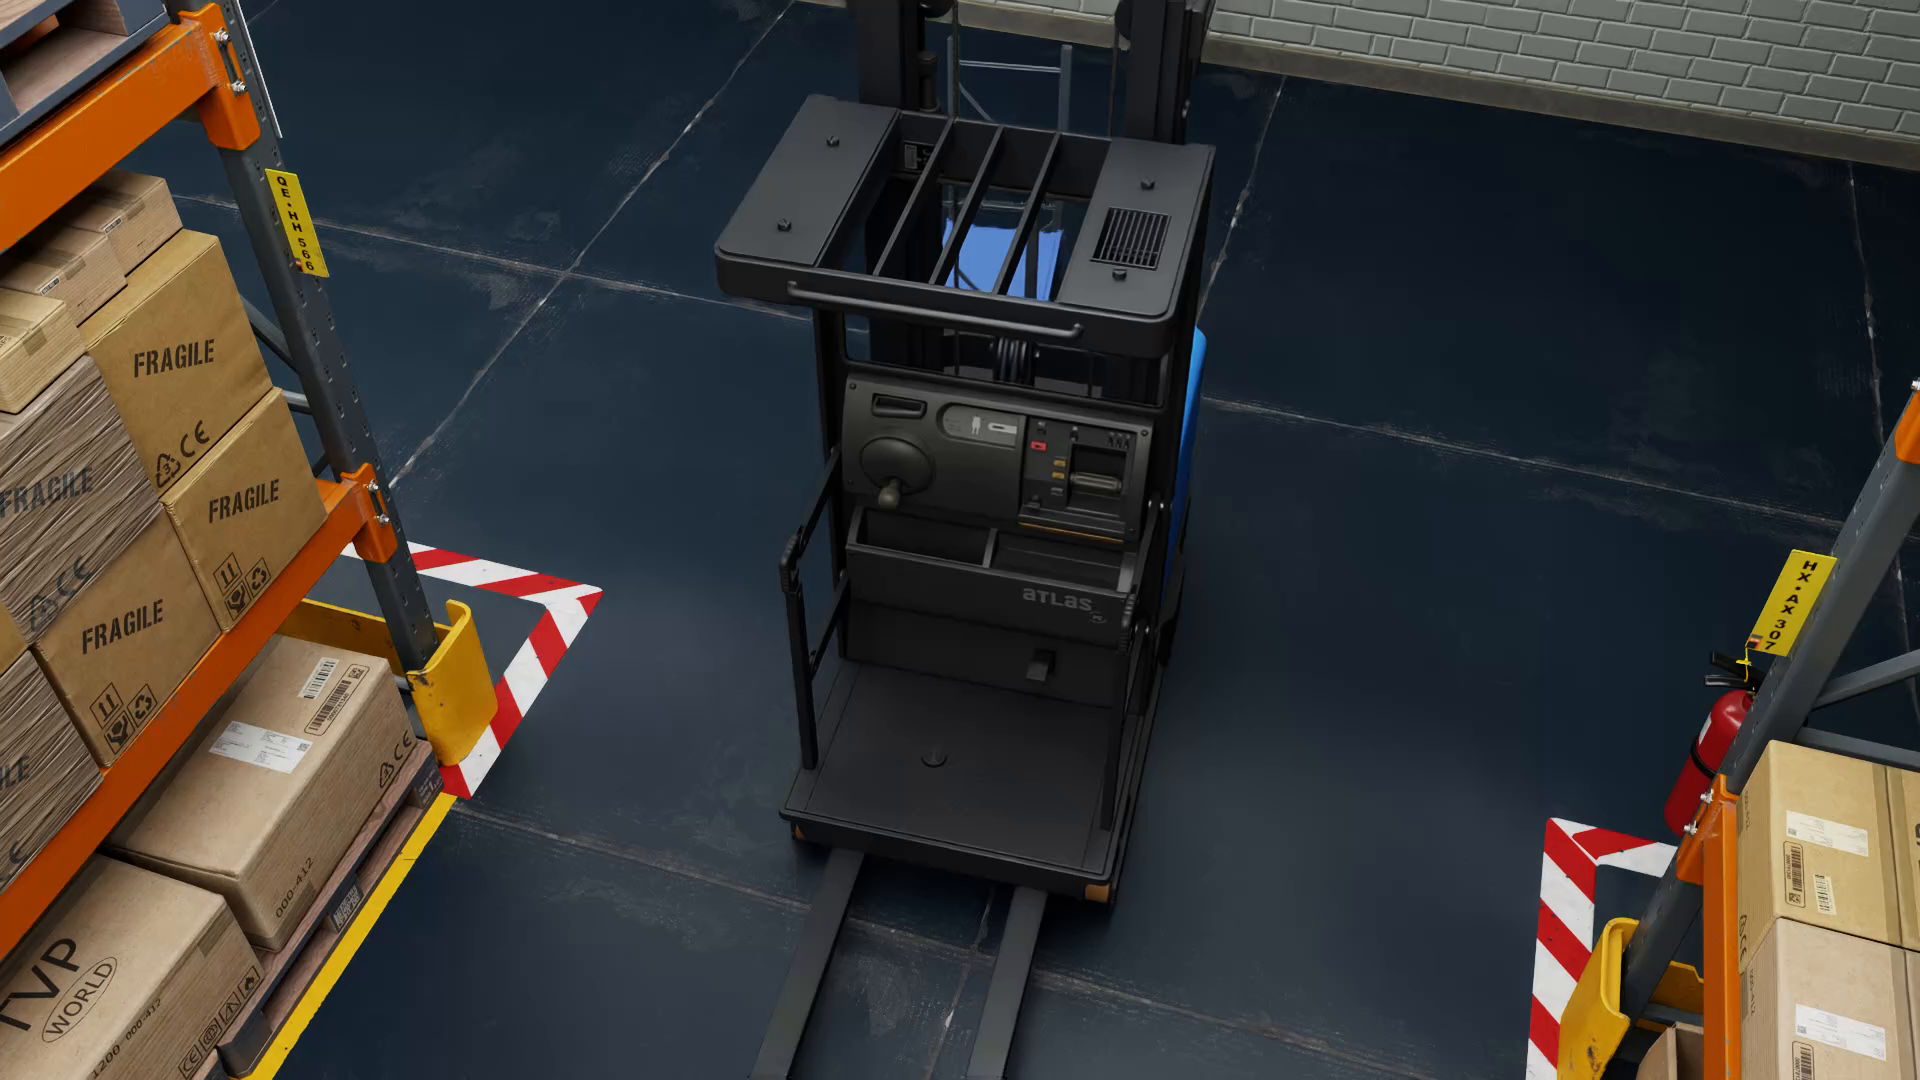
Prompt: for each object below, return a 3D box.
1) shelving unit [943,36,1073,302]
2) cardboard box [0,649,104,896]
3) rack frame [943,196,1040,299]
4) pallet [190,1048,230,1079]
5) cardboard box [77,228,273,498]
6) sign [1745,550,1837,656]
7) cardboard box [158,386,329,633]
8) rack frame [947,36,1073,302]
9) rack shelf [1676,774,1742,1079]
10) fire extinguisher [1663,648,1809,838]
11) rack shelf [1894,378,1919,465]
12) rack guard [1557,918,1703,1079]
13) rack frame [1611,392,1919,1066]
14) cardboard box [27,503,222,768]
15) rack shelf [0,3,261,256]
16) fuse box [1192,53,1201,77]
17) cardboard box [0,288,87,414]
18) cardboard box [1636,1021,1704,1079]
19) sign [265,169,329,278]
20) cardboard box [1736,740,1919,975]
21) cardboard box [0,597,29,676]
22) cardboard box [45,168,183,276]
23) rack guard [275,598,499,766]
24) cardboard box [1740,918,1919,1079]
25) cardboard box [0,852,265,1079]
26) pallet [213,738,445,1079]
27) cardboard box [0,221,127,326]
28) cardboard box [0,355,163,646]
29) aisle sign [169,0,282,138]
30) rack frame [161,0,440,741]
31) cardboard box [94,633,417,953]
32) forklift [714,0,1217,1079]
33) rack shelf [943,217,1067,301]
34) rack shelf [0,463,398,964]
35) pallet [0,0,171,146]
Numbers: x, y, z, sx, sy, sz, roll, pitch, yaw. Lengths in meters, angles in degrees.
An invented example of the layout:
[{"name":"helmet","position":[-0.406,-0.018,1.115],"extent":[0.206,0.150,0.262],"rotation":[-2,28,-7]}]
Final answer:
[{"name":"shelving unit","position":[0.119,-1.097,6.799],"extent":[0.538,1.500,1.048],"rotation":[6,45,6]},{"name":"cardboard box","position":[-2.505,0.543,3.979],"extent":[0.500,0.500,0.500],"rotation":[14,46,14]},{"name":"rack frame","position":[0.039,-0.746,6.440],"extent":[0.500,1.500,0.032],"rotation":[6,45,6]},{"name":"pallet","position":[-2.837,1.881,4.677],"extent":[1.003,0.211,1.213],"rotation":[13,46,12]},{"name":"cardboard box","position":[-2.217,-0.497,4.327],"extent":[0.500,0.500,0.500],"rotation":[14,46,14]},{"name":"sign","position":[1.916,0.149,3.834],"extent":[0.100,0.325,0.005],"rotation":[13,46,13]},{"name":"cardboard box","position":[-2.192,-0.134,4.670],"extent":[0.500,0.500,0.500],"rotation":[13,46,13]},{"name":"rack frame","position":[0.199,-1.448,7.158],"extent":[0.500,1.500,0.032],"rotation":[6,45,6]},{"name":"rack shelf","position":[1.828,2.164,2.909],"extent":[1.077,0.370,4.000],"rotation":[13,46,13]},{"name":"fire extinguisher","position":[2.037,0.538,4.377],"extent":[0.296,0.674,0.183],"rotation":[13,46,13]},{"name":"rack shelf","position":[1.828,1.091,1.860],"extent":[1.077,0.370,4.000],"rotation":[13,46,13]},{"name":"rack guard","position":[2.410,1.517,4.842],"extent":[1.175,0.500,0.348],"rotation":[13,46,13]},{"name":"rack frame","position":[2.433,0.573,4.019],"extent":[1.000,3.000,0.127],"rotation":[13,46,13]},{"name":"cardboard box","position":[-2.359,0.198,4.332],"extent":[0.500,0.500,0.500],"rotation":[12,46,12]},{"name":"rack shelf","position":[-2.904,0.043,2.931],"extent":[1.077,0.370,4.000],"rotation":[13,46,13]},{"name":"fuse box","position":[1.345,-3.236,8.834],"extent":[0.539,1.711,0.414],"rotation":[13,46,13]},{"name":"cardboard box","position":[-2.268,-0.455,3.820],"extent":[0.380,0.149,0.250],"rotation":[12,46,12]},{"name":"cardboard box","position":[2.158,1.703,4.350],"extent":[0.797,0.503,0.637],"rotation":[11,45,11]},{"name":"sign","position":[-1.785,-0.850,4.477],"extent":[0.100,0.325,0.005],"rotation":[13,46,13]},{"name":"cardboard box","position":[2.039,0.766,3.717],"extent":[0.500,0.250,0.500],"rotation":[13,46,13]},{"name":"cardboard box","position":[-2.501,0.187,3.628],"extent":[0.500,0.500,0.500],"rotation":[12,46,12]},{"name":"cardboard box","position":[-2.216,-0.819,4.192],"extent":[0.380,0.149,0.250],"rotation":[13,46,13]},{"name":"rack guard","position":[-2.291,0.402,5.982],"extent":[1.175,0.500,0.348],"rotation":[13,46,13]},{"name":"cardboard box","position":[1.887,1.102,3.374],"extent":[0.500,0.250,0.500],"rotation":[13,46,13]},{"name":"cardboard box","position":[-2.672,1.363,4.744],"extent":[0.875,0.438,0.875],"rotation":[14,46,14]},{"name":"pallet","position":[-2.466,1.071,5.505],"extent":[1.003,0.211,1.213],"rotation":[13,46,13]},{"name":"cardboard box","position":[-2.270,-0.645,4.014],"extent":[0.380,0.149,0.250],"rotation":[13,46,13]},{"name":"cardboard box","position":[-2.348,-0.142,3.964],"extent":[0.500,0.500,0.500],"rotation":[13,46,13]},{"name":"aisle sign","position":[-1.981,-1.387,4.164],"extent":[0.394,0.787,0.004],"rotation":[13,46,13]},{"name":"rack frame","position":[-2.298,-0.476,5.091],"extent":[1.000,3.000,0.127],"rotation":[13,46,13]},{"name":"cardboard box","position":[-2.403,0.751,5.369],"extent":[0.875,0.438,0.875],"rotation":[11,45,11]},{"name":"forklift","position":[0.052,-0.149,4.807],"extent":[1.130,2.935,3.031],"rotation":[10,45,10]},{"name":"rack shelf","position":[0.119,-0.968,6.925],"extent":[0.538,0.185,1.000],"rotation":[6,45,6]},{"name":"rack shelf","position":[-2.904,1.115,3.981],"extent":[1.077,0.370,4.000],"rotation":[13,46,13]},{"name":"pallet","position":[-2.513,-1.019,3.566],"extent":[1.003,0.211,1.213],"rotation":[13,46,13]}]
